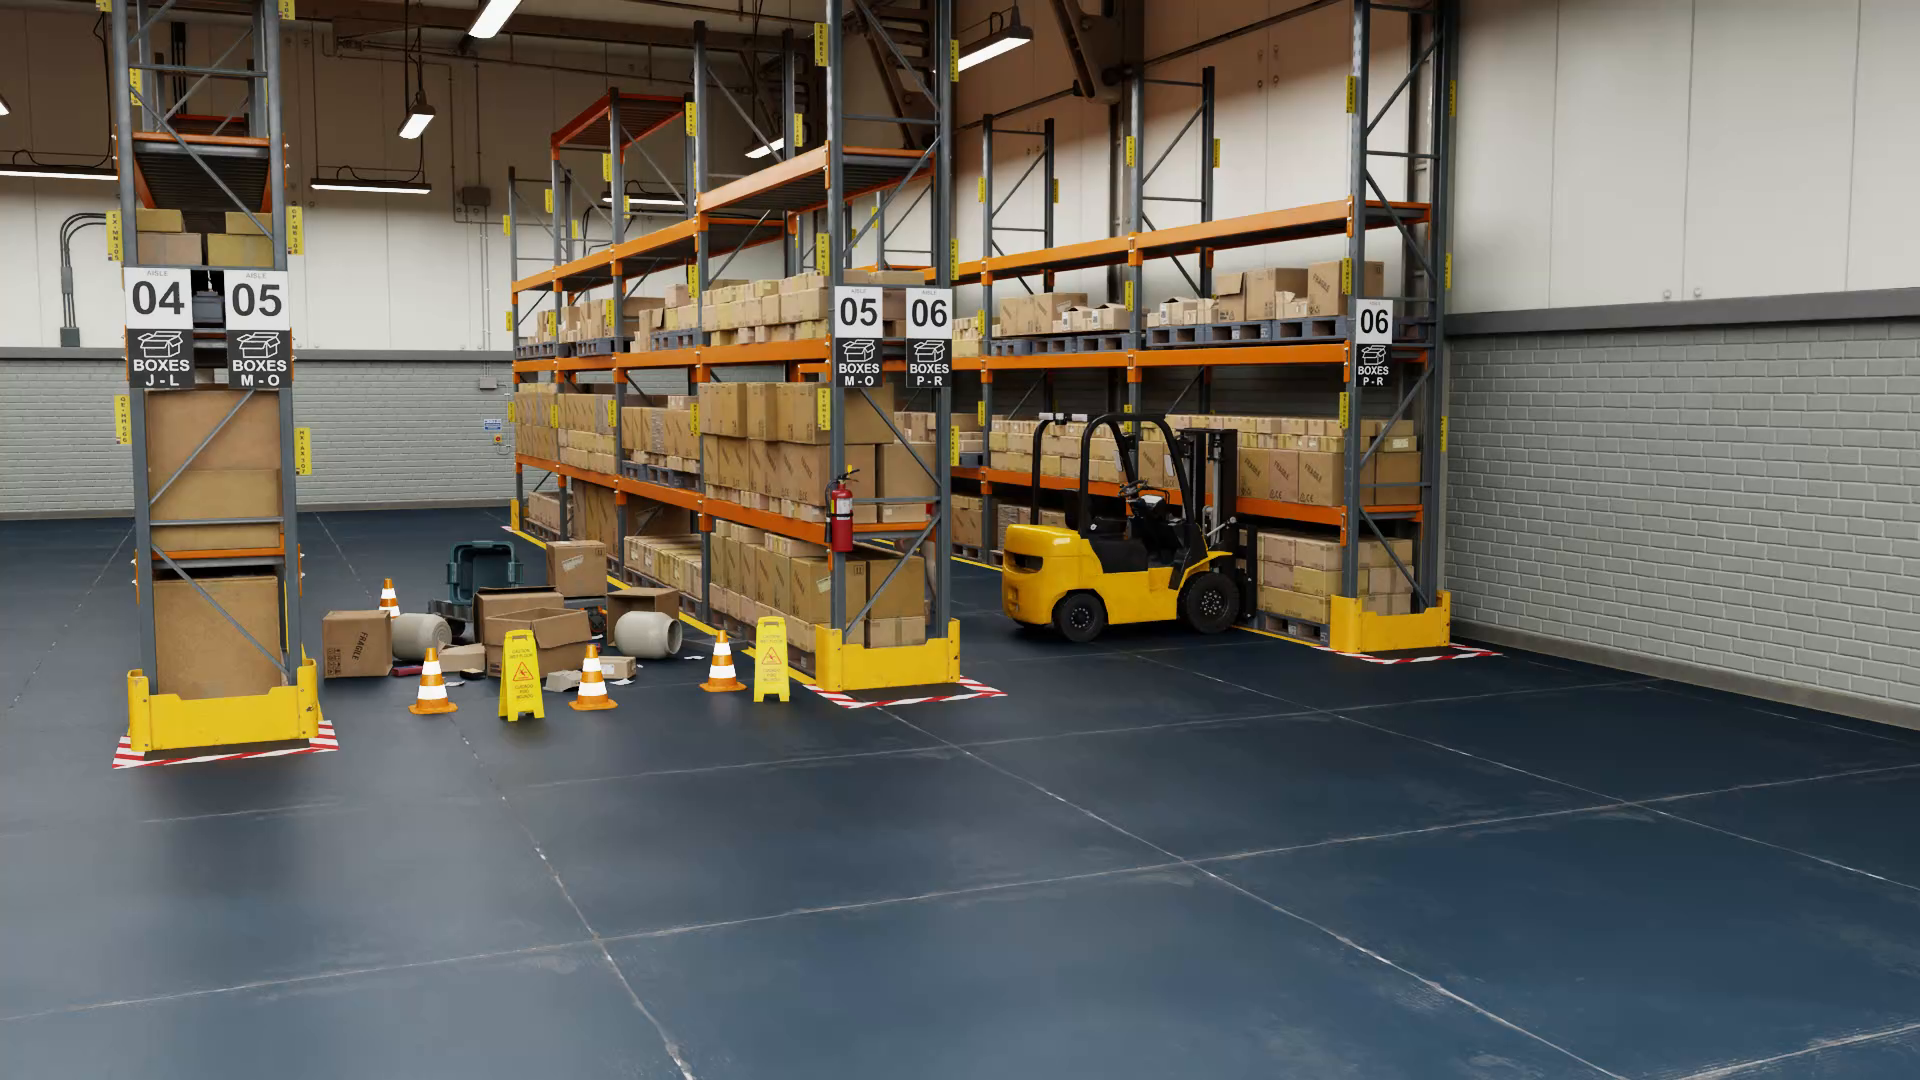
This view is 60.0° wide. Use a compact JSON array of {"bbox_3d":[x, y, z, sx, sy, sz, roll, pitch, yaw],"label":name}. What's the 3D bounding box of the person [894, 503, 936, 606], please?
[{"bbox_3d":[-0.473,-0.107,18.092,0.566,1.669,1.072,-3,6,-28],"label":"person"}]
